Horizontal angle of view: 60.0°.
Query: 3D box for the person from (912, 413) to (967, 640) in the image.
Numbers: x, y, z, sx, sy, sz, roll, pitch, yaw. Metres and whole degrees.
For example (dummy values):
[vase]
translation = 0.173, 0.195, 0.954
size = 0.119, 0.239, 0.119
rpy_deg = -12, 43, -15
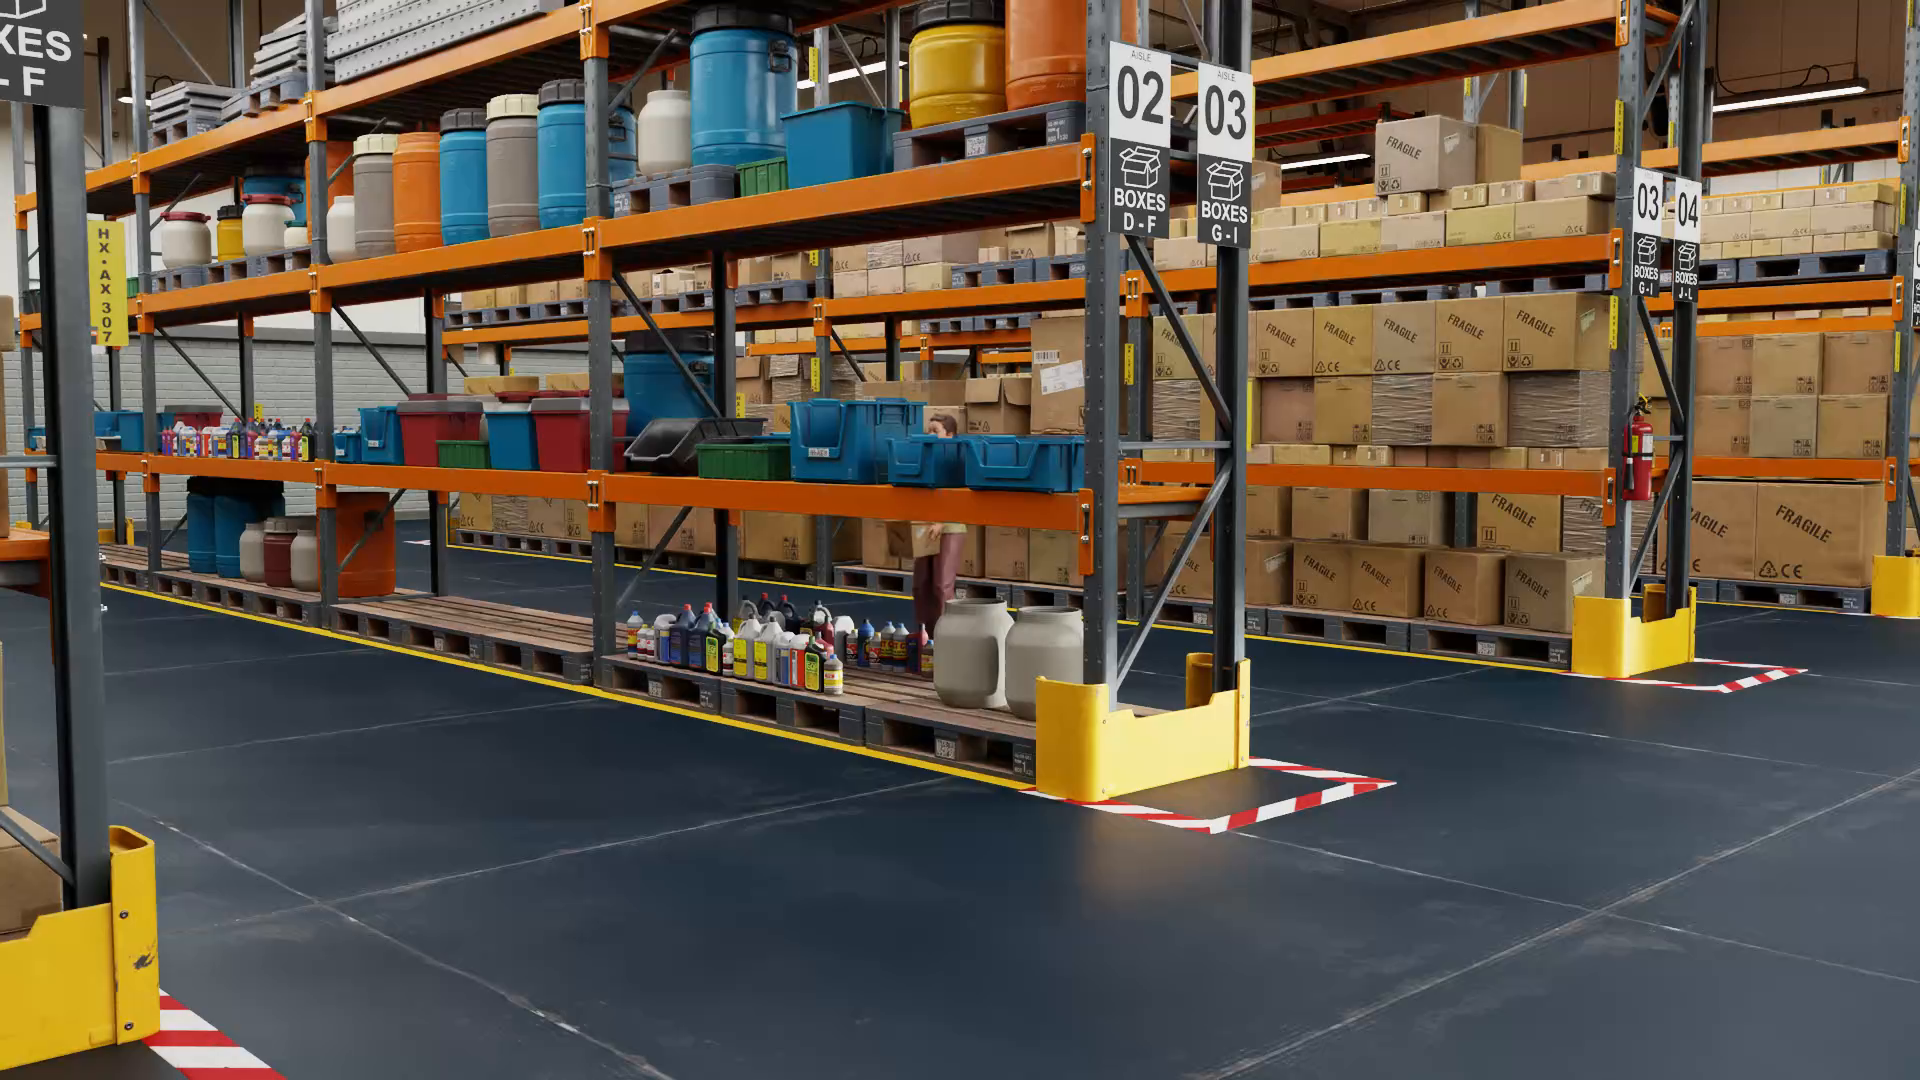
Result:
[person]
translation = -0.155, -0.023, 11.316
size = 0.435, 1.675, 0.468
rpy_deg = -4, 6, -45
